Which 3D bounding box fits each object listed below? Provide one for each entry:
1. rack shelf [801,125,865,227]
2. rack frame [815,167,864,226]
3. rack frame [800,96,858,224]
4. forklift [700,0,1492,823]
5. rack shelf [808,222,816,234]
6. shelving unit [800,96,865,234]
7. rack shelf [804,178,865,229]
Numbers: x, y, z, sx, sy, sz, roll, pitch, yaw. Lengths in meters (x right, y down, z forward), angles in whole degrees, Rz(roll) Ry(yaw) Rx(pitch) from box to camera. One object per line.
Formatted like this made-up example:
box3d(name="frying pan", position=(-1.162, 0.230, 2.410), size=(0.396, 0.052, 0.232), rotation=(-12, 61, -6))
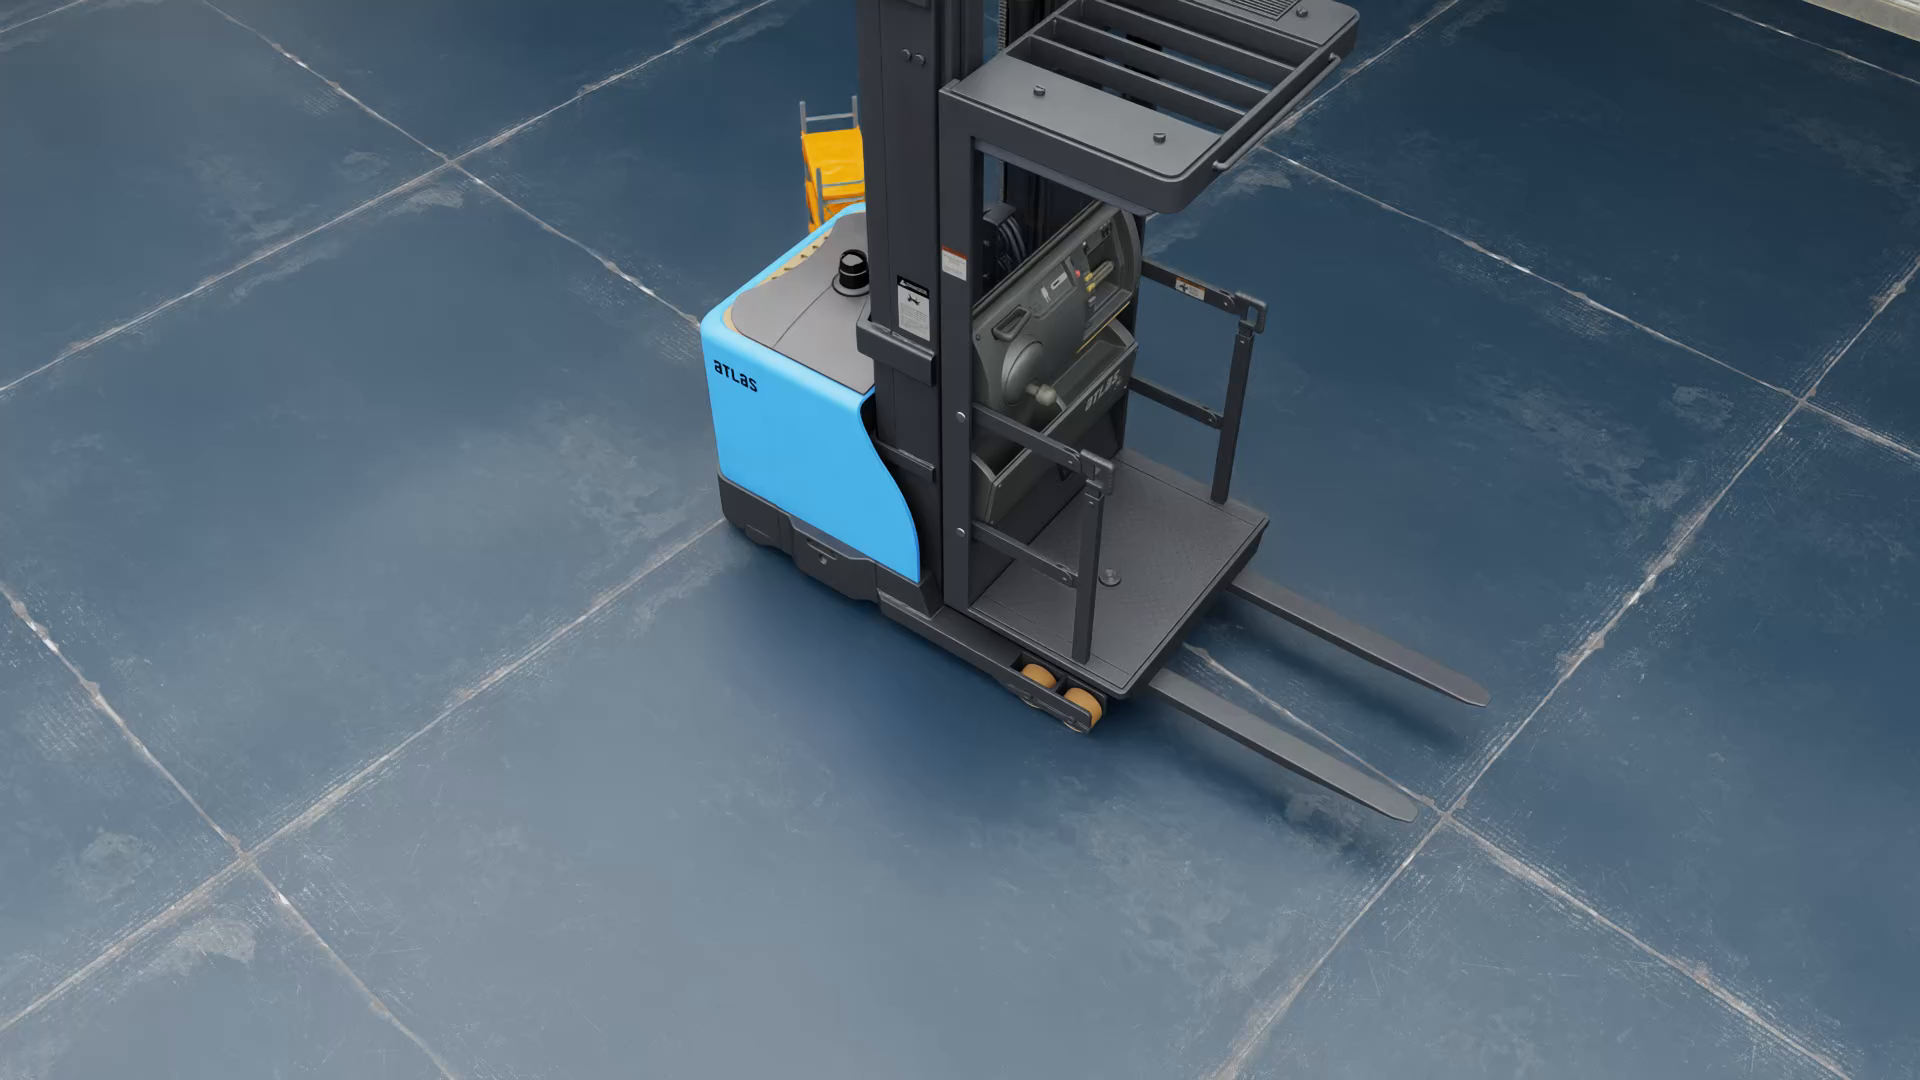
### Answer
box3d(name="rack shelf", position=(-0.502, -1.521, 6.924), size=(0.258, 0.148, 0.480), rotation=(-8, 47, -8))
box3d(name="rack frame", position=(-0.455, -1.077, 7.047), size=(0.240, 1.200, 0.015), rotation=(-8, 47, -8))
box3d(name="rack frame", position=(-0.549, -1.426, 7.375), size=(0.240, 1.200, 0.015), rotation=(-8, 47, -8))
box3d(name="forklift", position=(0.508, -0.735, 5.538), size=(3.031, 2.935, 1.130), rotation=(28, 53, 24))
box3d(name="rack shelf", position=(-0.502, -1.206, 7.260), size=(0.258, 0.148, 0.480), rotation=(-8, 47, -8))
box3d(name="shelving unit", position=(-0.502, -1.252, 7.211), size=(0.258, 1.200, 0.503), rotation=(-8, 47, -8))
box3d(name="rack shelf", position=(-0.502, -1.359, 7.097), size=(0.258, 0.148, 0.480), rotation=(-8, 47, -8))
